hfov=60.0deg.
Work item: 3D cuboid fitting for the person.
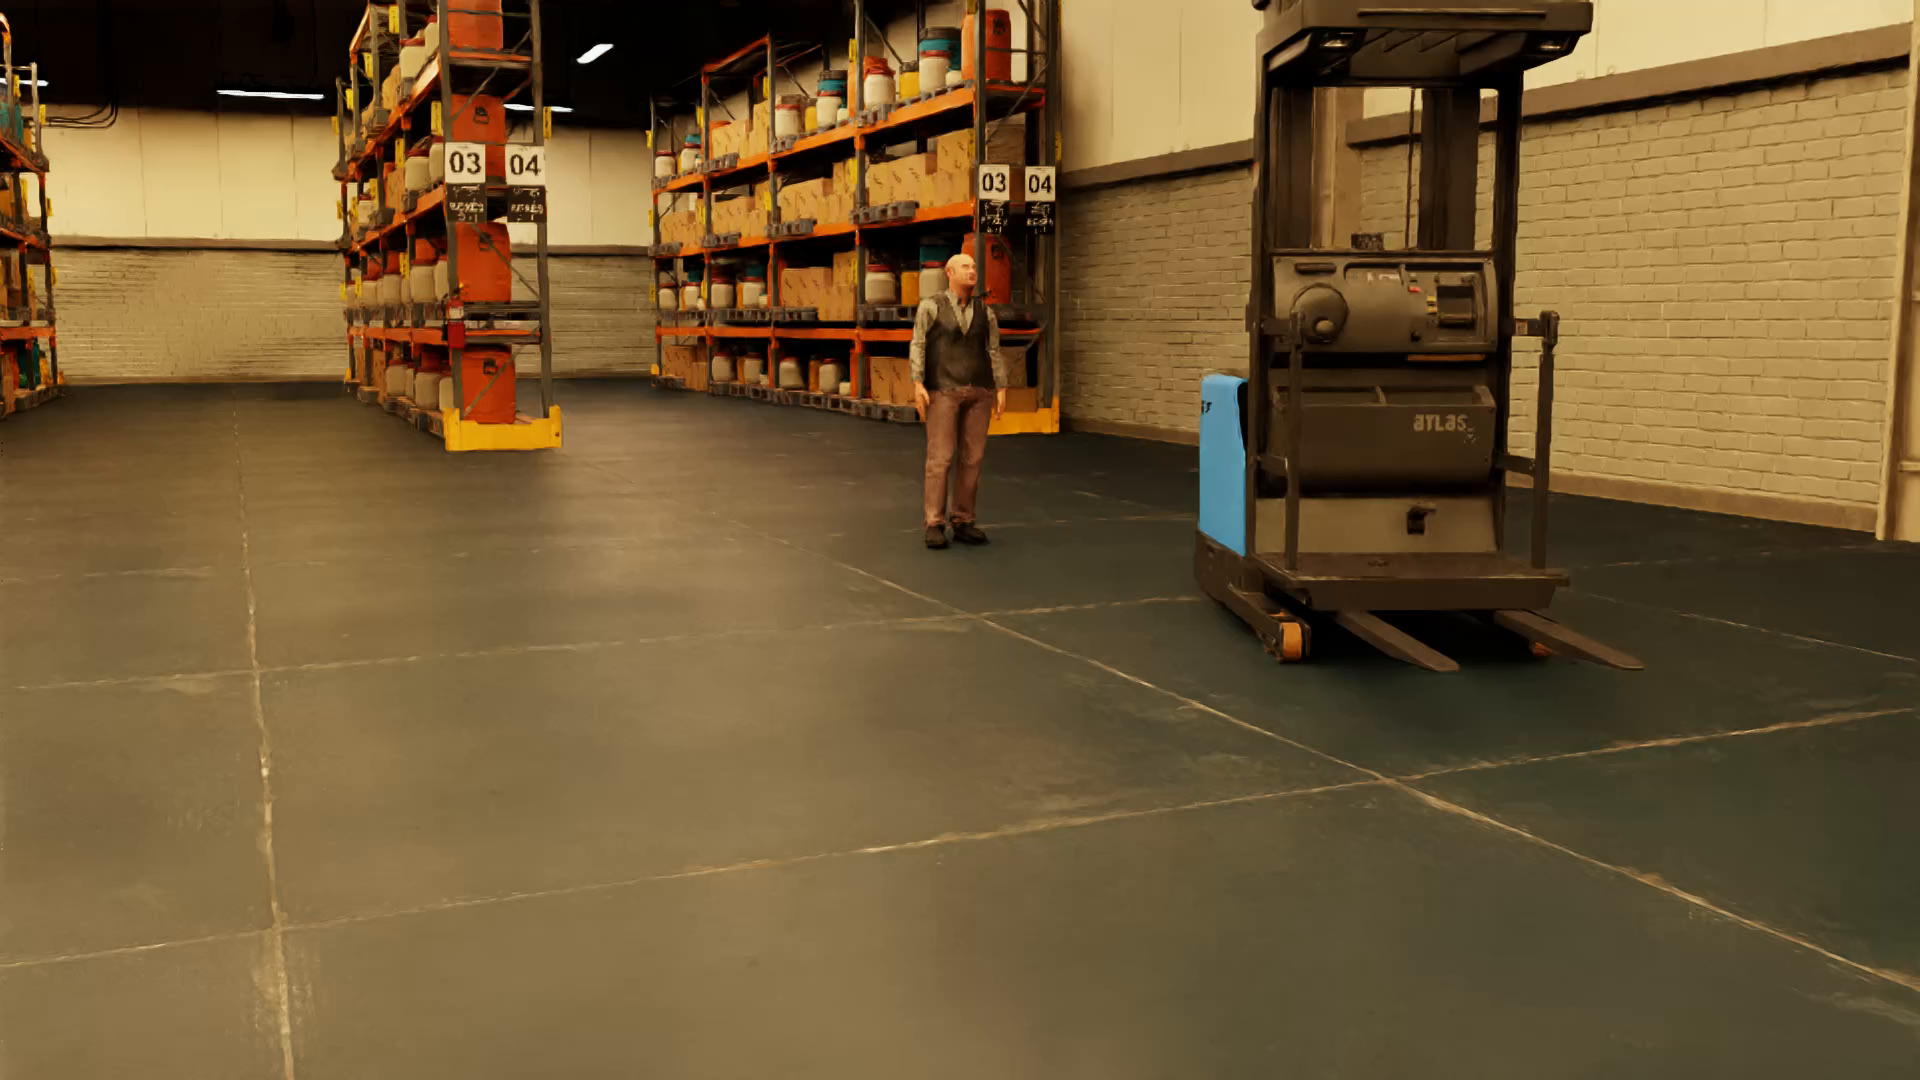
[{"bbox_3d":[0.017,-0.852,9.980,0.632,1.720,0.567,-3,8,-23],"label":"person"}]

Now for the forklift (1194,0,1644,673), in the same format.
[{"bbox_3d":[1.768,-1.017,6.649,1.130,2.935,3.031,0,8,-4],"label":"forklift"}]
